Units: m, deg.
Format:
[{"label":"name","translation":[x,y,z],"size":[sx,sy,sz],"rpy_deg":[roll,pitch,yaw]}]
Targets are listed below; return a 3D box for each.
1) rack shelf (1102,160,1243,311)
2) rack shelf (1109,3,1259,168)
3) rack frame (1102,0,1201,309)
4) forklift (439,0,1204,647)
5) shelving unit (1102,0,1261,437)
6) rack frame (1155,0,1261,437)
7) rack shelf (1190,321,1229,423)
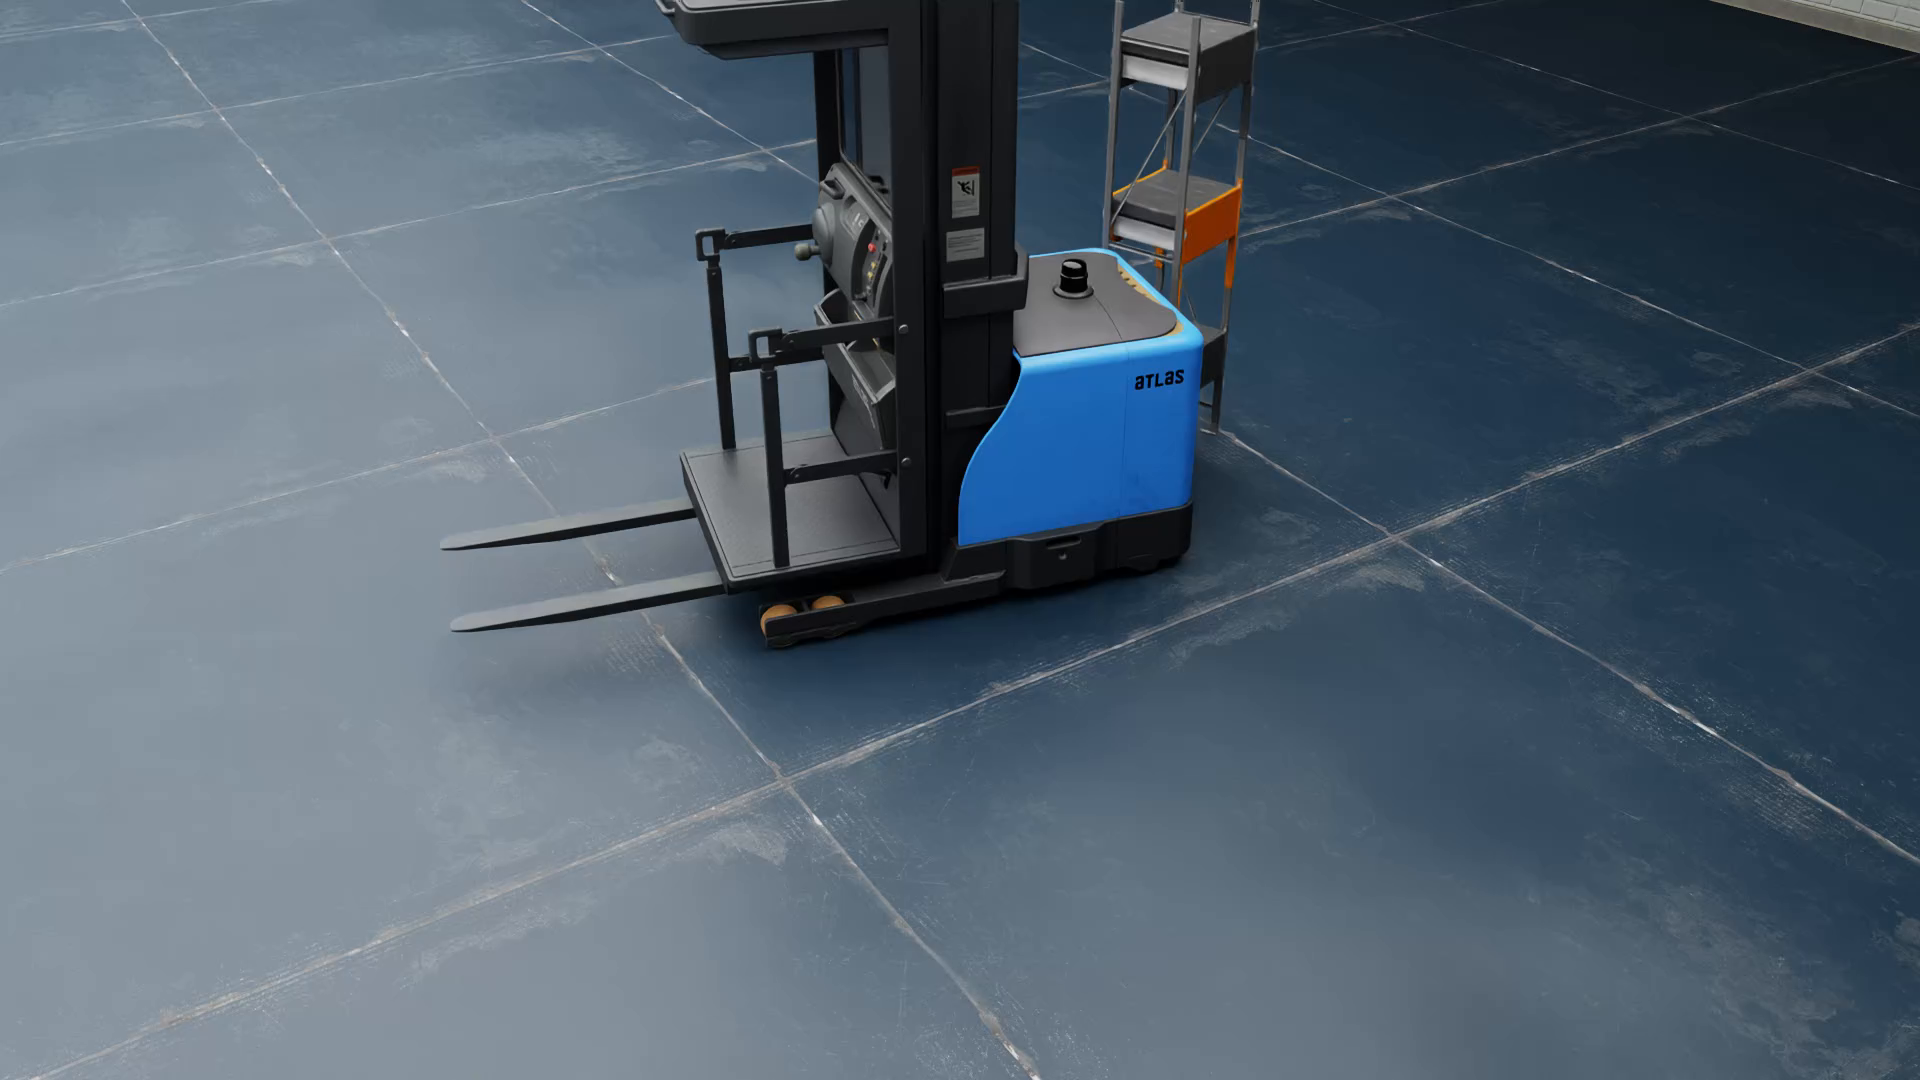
[{"label":"rack shelf","translation":[0.941,-1.343,7.433],"size":[0.431,0.518,0.480],"rpy_deg":[23,39,31]},{"label":"rack shelf","translation":[0.945,-1.936,7.060],"size":[0.431,0.518,0.480],"rpy_deg":[23,39,31]},{"label":"rack frame","translation":[0.791,-1.253,7.263],"size":[0.400,2.100,0.015],"rpy_deg":[23,39,31]},{"label":"forklift","translation":[-0.595,-1.133,6.299],"size":[3.031,2.935,1.130],"rpy_deg":[-10,34,-16]},{"label":"shelving unit","translation":[0.941,-1.355,7.426],"size":[0.431,2.100,0.503],"rpy_deg":[23,39,31]},{"label":"rack frame","translation":[1.092,-1.456,7.589],"size":[0.400,2.100,0.015],"rpy_deg":[23,39,31]},{"label":"rack shelf","translation":[0.937,-0.751,7.806],"size":[0.431,0.518,0.480],"rpy_deg":[23,39,31]}]
